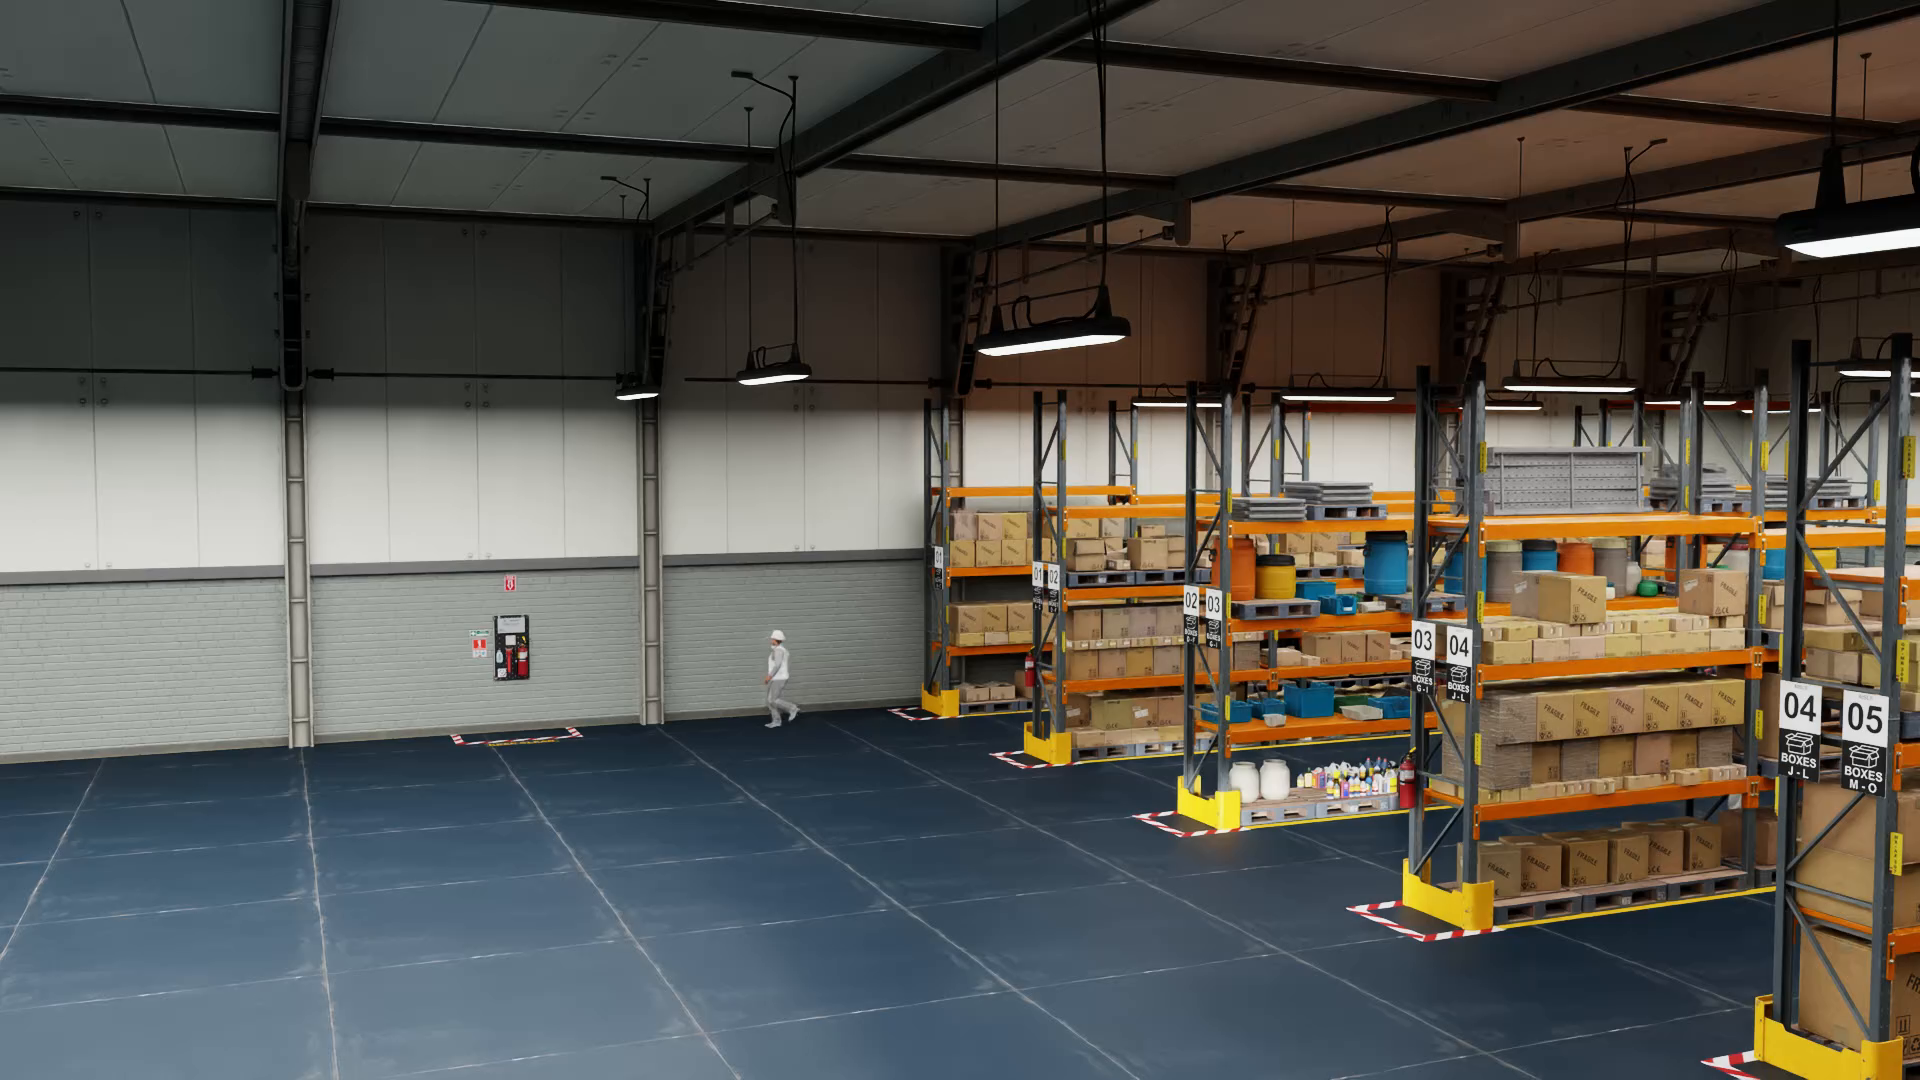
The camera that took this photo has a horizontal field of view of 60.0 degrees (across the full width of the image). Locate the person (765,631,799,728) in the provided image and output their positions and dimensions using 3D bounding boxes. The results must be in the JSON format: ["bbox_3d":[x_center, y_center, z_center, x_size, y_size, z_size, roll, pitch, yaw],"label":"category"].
[{"bbox_3d":[-3.234,2.524,30.166,0.625,1.749,0.592,0,3,-2],"label":"person"}]

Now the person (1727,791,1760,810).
[{"bbox_3d":[10.343,2.996,22.099,0.565,1.744,0.579,-1,4,-23],"label":"person"}]
